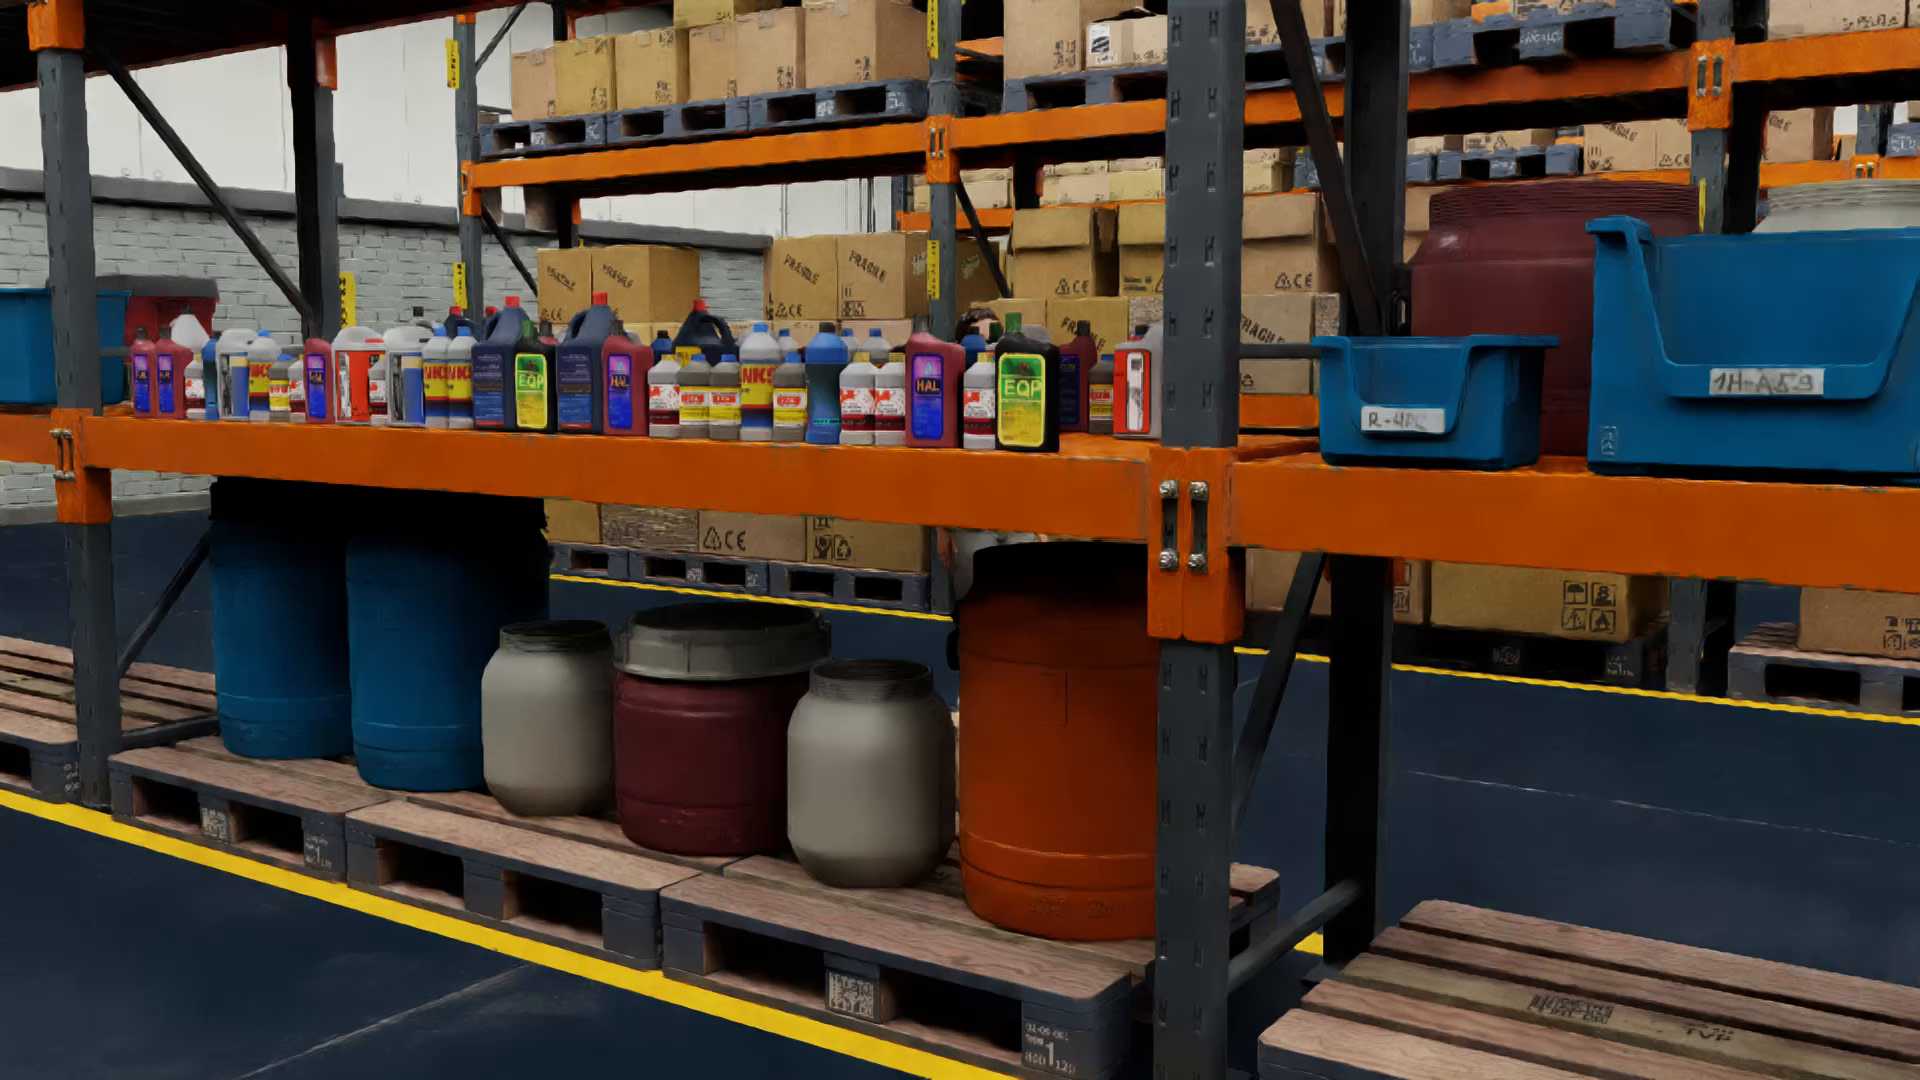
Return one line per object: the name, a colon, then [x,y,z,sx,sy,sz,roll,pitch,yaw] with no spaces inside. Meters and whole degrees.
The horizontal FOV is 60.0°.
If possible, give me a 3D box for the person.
person: [0.103,-0.038,6.255,0.450,1.666,0.622,-3,7,-25]
